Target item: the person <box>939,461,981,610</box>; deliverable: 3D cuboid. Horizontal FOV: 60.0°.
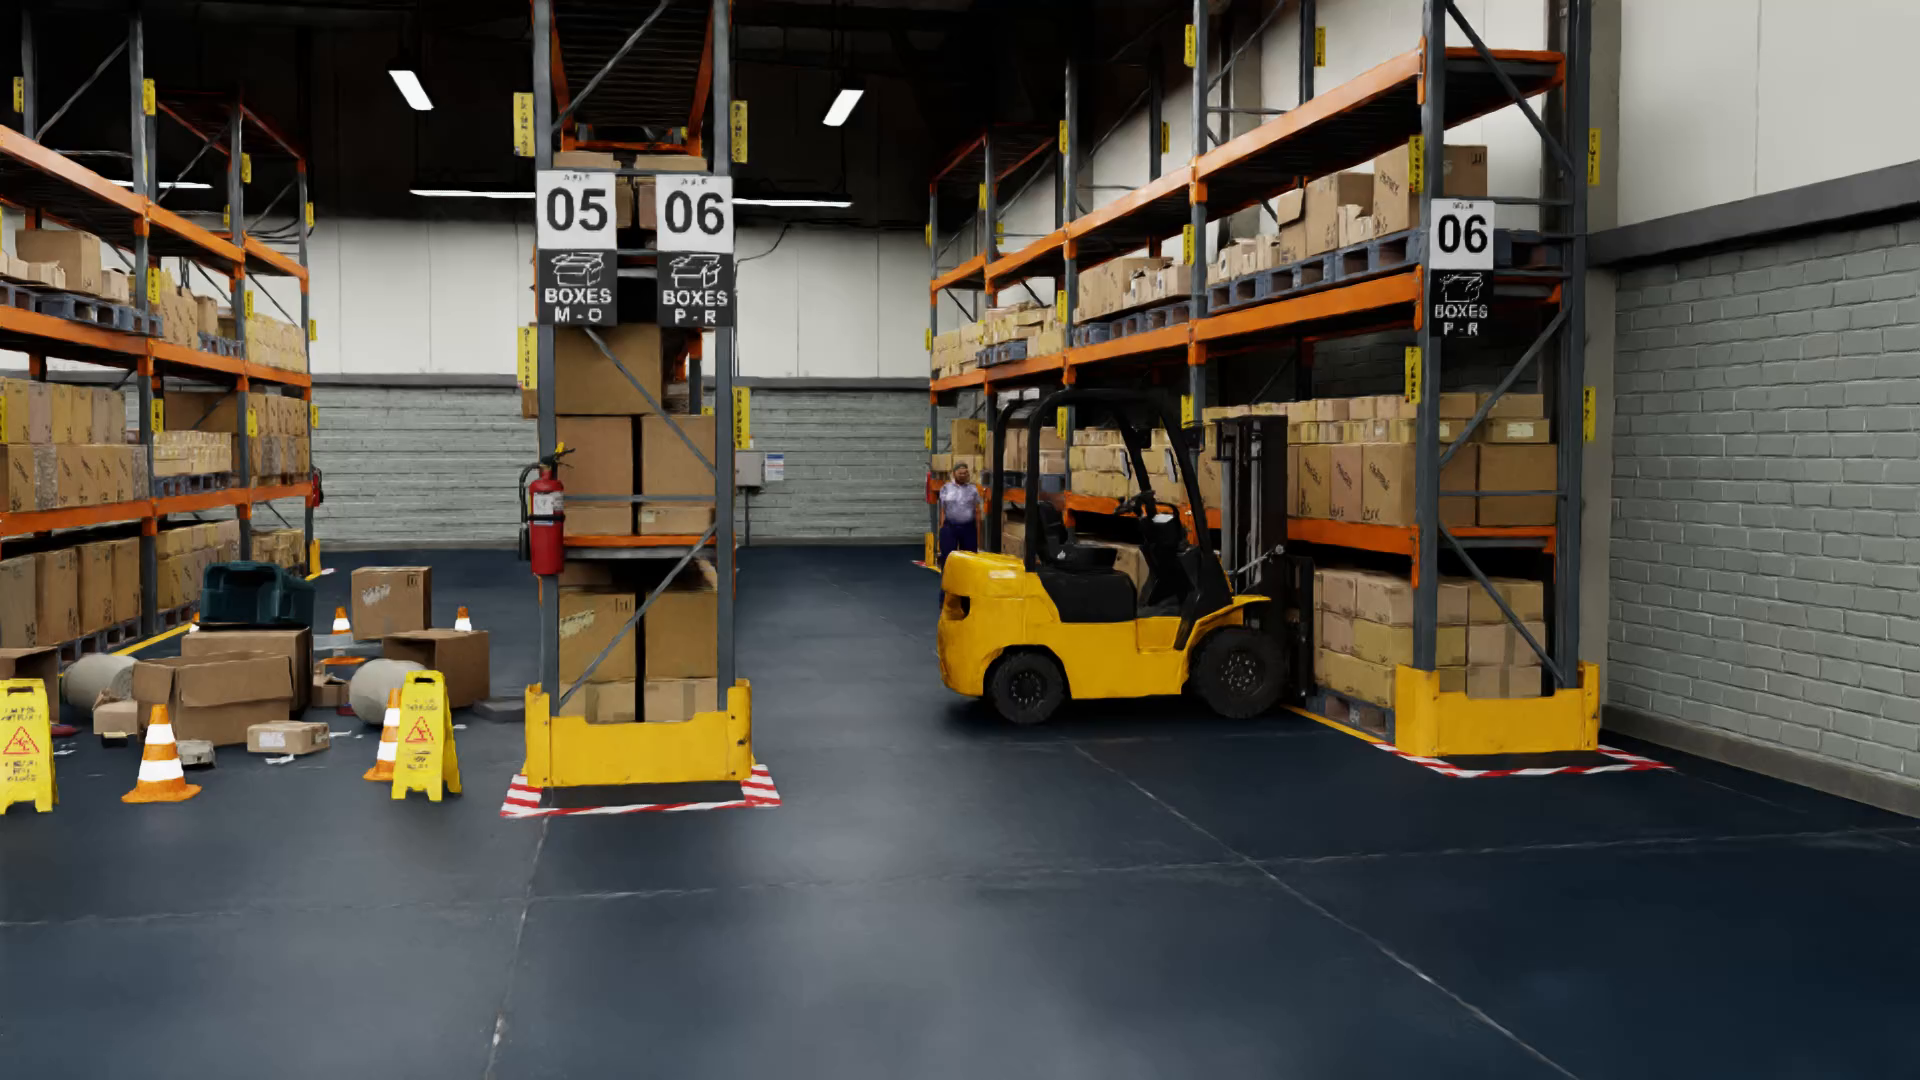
[{"bbox_3d":[0.006,-0.056,18.381,0.471,1.644,0.341,-1,3,-10],"label":"person"}]
